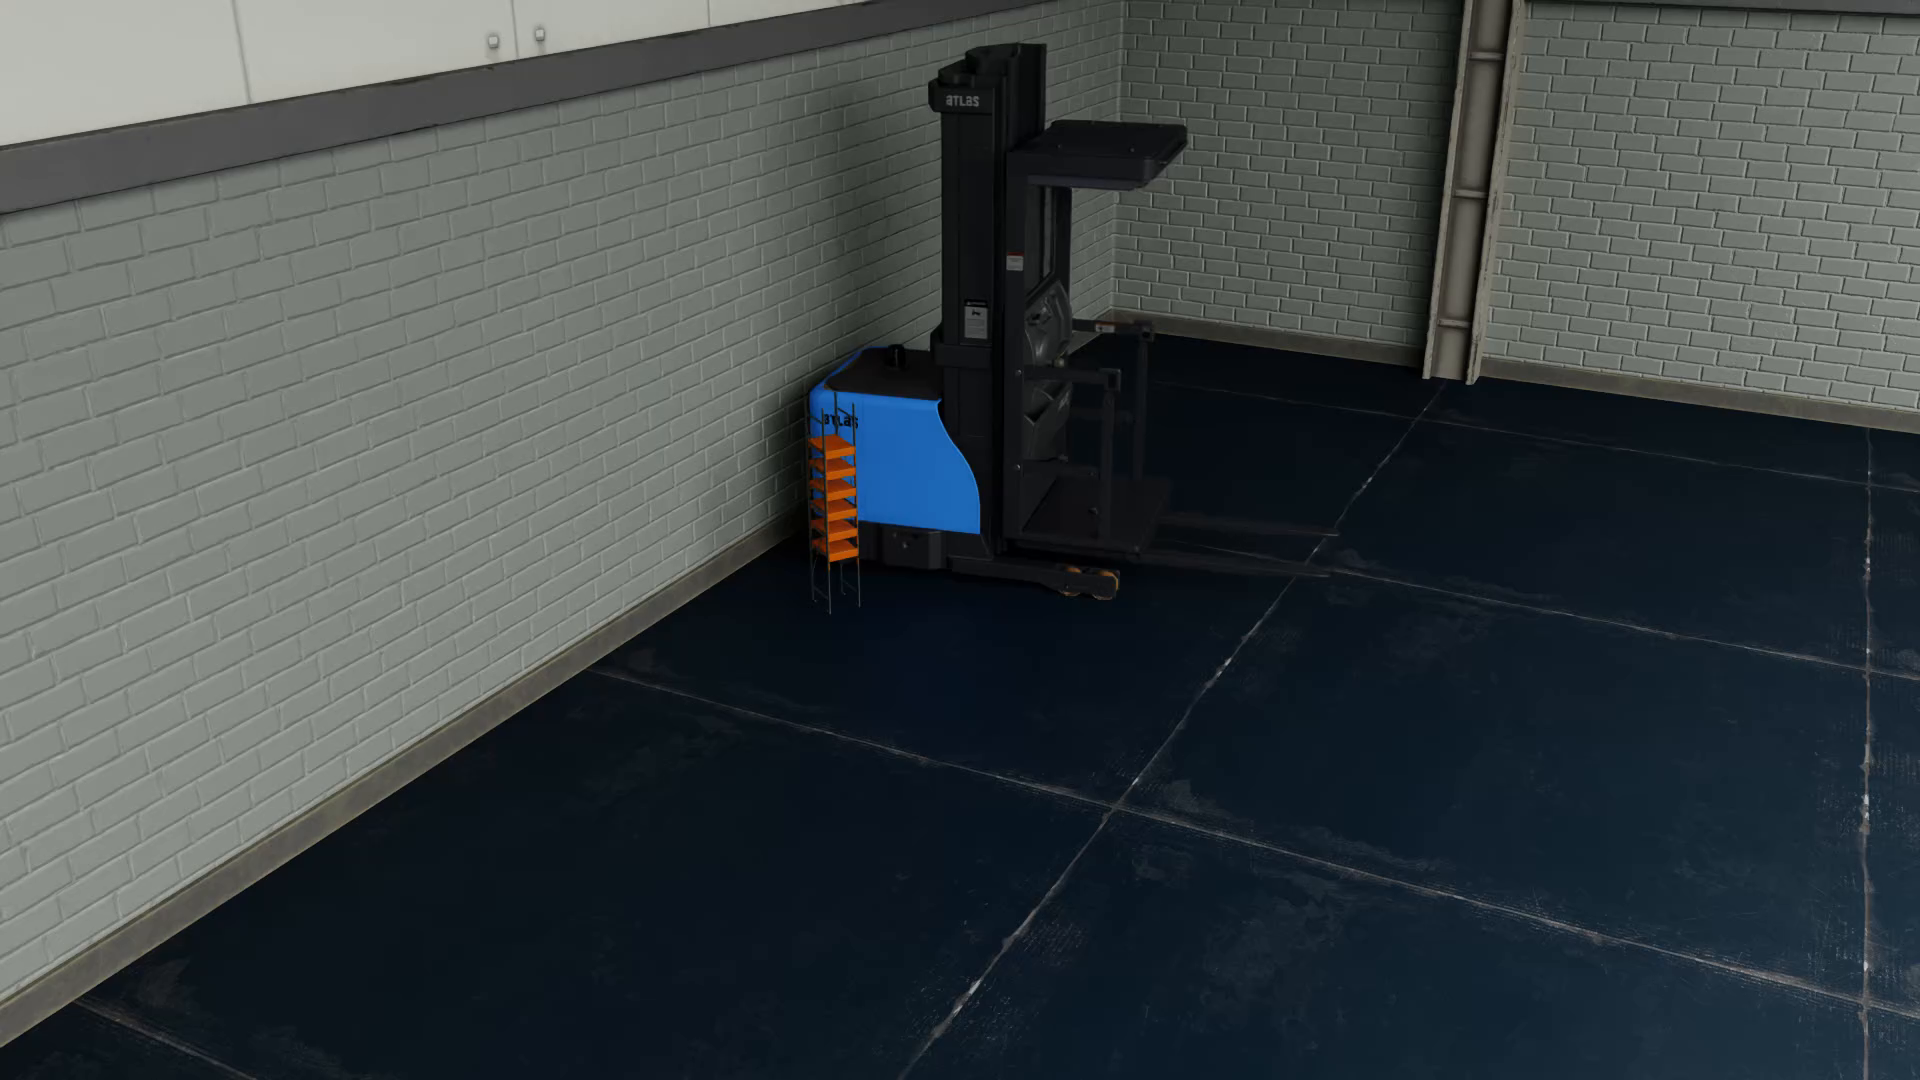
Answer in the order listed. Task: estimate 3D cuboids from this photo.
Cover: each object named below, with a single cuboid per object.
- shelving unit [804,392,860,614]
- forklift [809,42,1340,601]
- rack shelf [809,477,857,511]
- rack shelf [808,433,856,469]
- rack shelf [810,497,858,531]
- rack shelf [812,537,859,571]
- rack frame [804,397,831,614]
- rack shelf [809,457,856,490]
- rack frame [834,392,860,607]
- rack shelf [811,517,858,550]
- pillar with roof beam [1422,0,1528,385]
[{"bbox_3d":[-0.704,-0.197,9.180,0.189,1.200,0.258,-13,26,-27],"label":"shelving unit"},{"bbox_3d":[0.692,-1.235,9.410,3.031,2.935,1.130,7,24,15],"label":"forklift"},{"bbox_3d":[-0.704,-0.267,9.151,0.180,0.103,0.258,-13,26,-27],"label":"rack shelf"},{"bbox_3d":[-0.704,-0.487,9.057,0.180,0.103,0.258,-13,26,-27],"label":"rack shelf"},{"bbox_3d":[-0.704,-0.156,9.198,0.180,0.103,0.258,-13,26,-27],"label":"rack shelf"},{"bbox_3d":[-0.704,0.065,9.292,0.180,0.103,0.258,-13,26,-27],"label":"rack shelf"},{"bbox_3d":[-0.783,-0.179,9.138,0.006,1.200,0.240,-13,26,-27],"label":"rack frame"},{"bbox_3d":[-0.704,-0.377,9.104,0.180,0.103,0.258,-13,26,-27],"label":"rack shelf"},{"bbox_3d":[-0.625,-0.215,9.222,0.006,1.200,0.240,-13,26,-27],"label":"rack frame"},{"bbox_3d":[-0.704,-0.046,9.245,0.180,0.103,0.258,-13,26,-27],"label":"rack shelf"},{"bbox_3d":[1.994,-3.950,8.039,0.400,9.000,9.100,11,25,25],"label":"pillar with roof beam"}]
